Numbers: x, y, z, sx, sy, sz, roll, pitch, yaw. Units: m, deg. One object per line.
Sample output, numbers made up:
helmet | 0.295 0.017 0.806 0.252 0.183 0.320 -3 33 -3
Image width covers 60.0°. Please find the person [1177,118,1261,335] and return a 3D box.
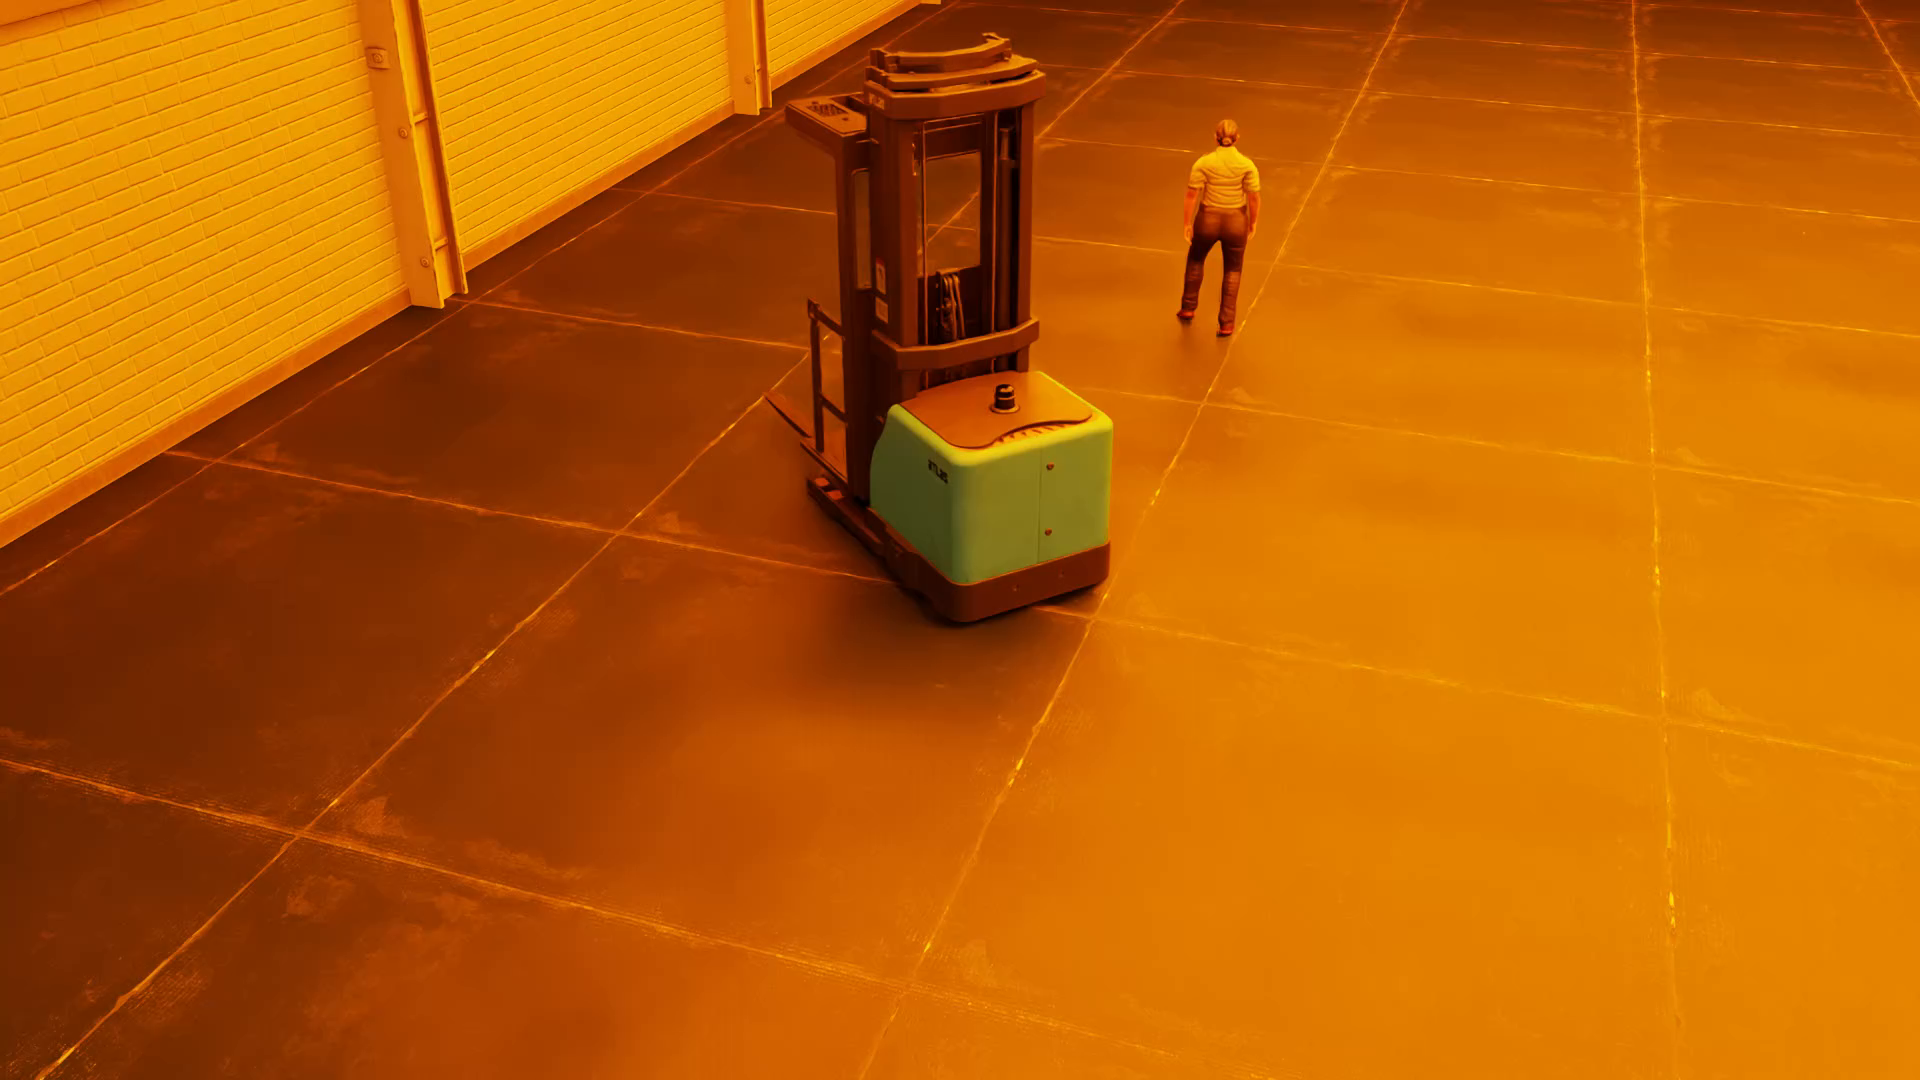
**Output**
person | 1.981 -2.391 12.709 0.585 1.695 0.505 5 30 9

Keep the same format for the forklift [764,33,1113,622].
forklift | -0.308 -1.519 9.800 1.130 2.935 3.031 -16 33 -25
